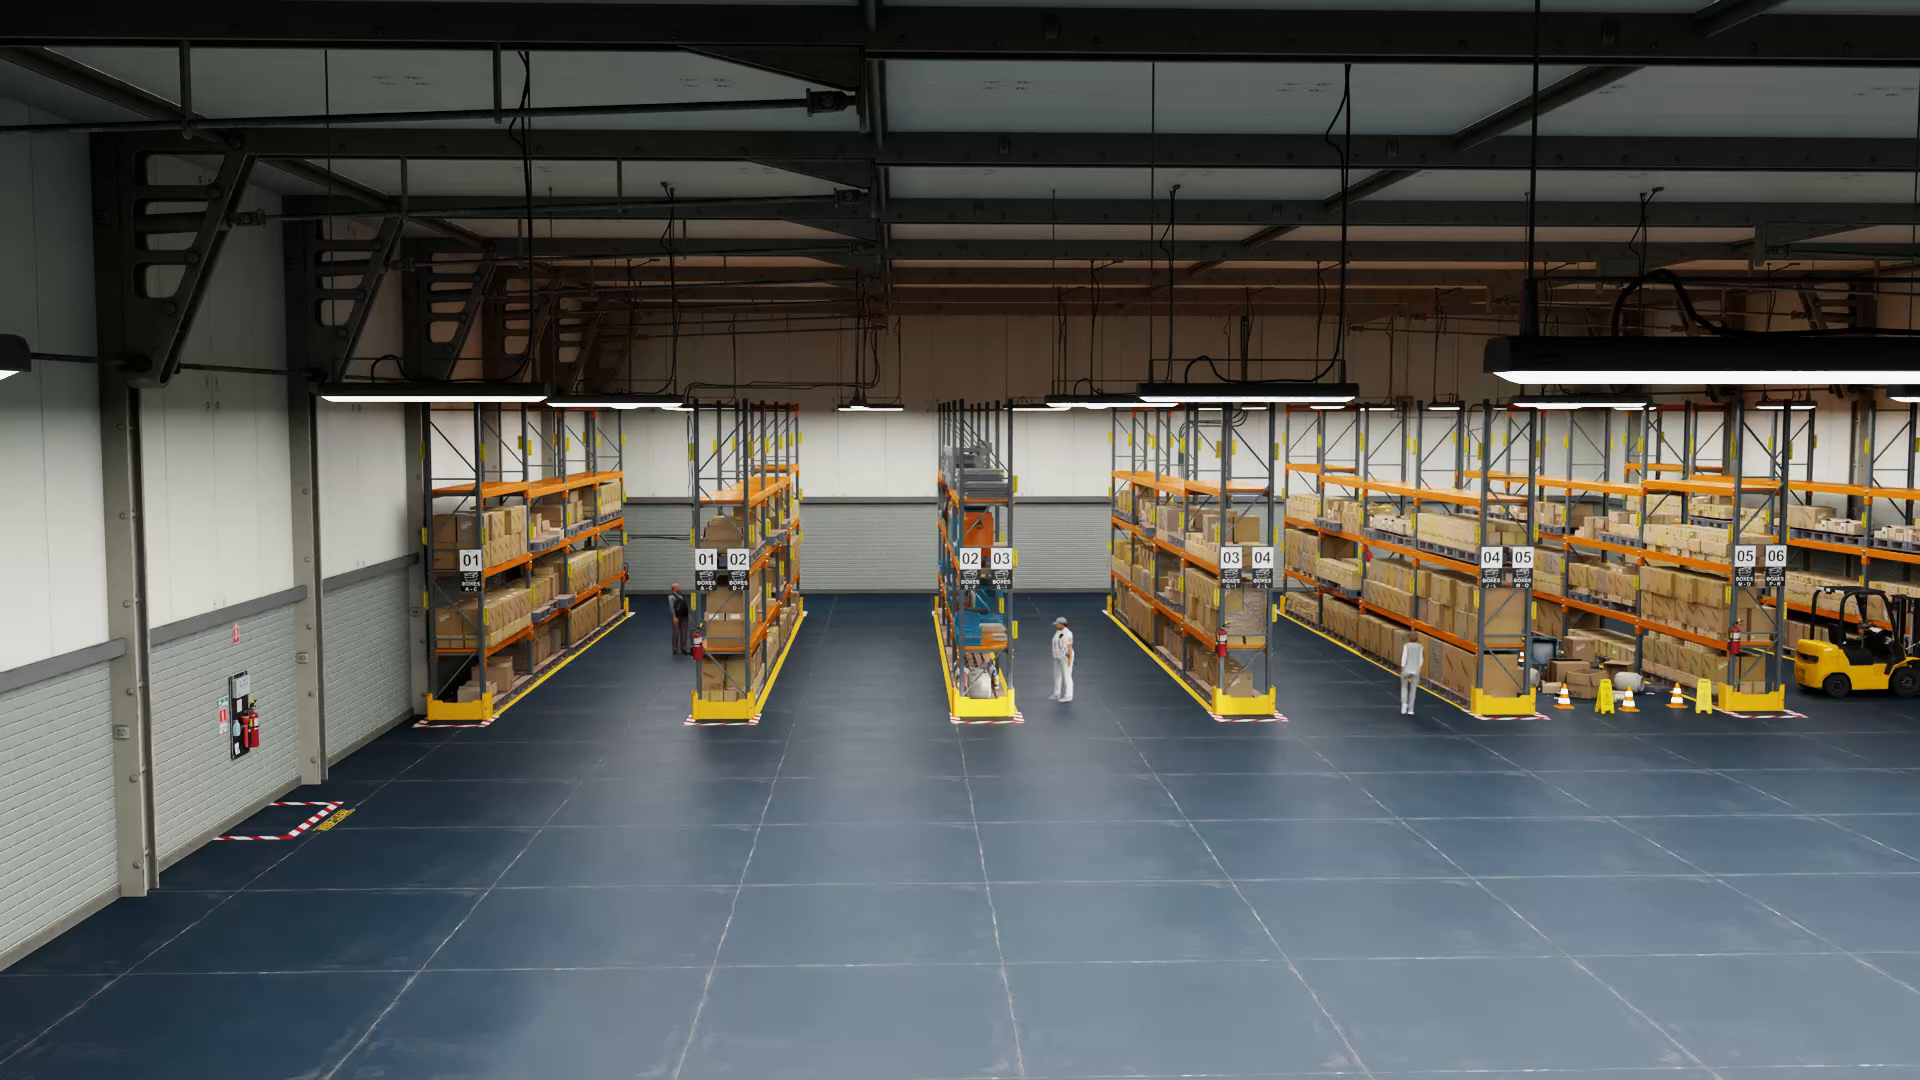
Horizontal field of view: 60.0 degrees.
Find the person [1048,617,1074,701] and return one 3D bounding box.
[{"bbox_3d":[2.024,2.367,33.200,0.439,1.669,0.523,-3,5,-33],"label":"person"}]

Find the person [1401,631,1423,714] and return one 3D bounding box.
[{"bbox_3d":[8.584,2.512,31.584,0.397,1.594,0.387,2,5,24],"label":"person"}]

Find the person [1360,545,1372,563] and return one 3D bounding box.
[{"bbox_3d":[12.722,0.908,52.120,0.885,1.673,0.590,-1,4,-13],"label":"person"}]

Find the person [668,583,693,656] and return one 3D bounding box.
[{"bbox_3d":[-6.671,1.880,39.635,0.488,1.738,0.577,4,6,42],"label":"person"}]
